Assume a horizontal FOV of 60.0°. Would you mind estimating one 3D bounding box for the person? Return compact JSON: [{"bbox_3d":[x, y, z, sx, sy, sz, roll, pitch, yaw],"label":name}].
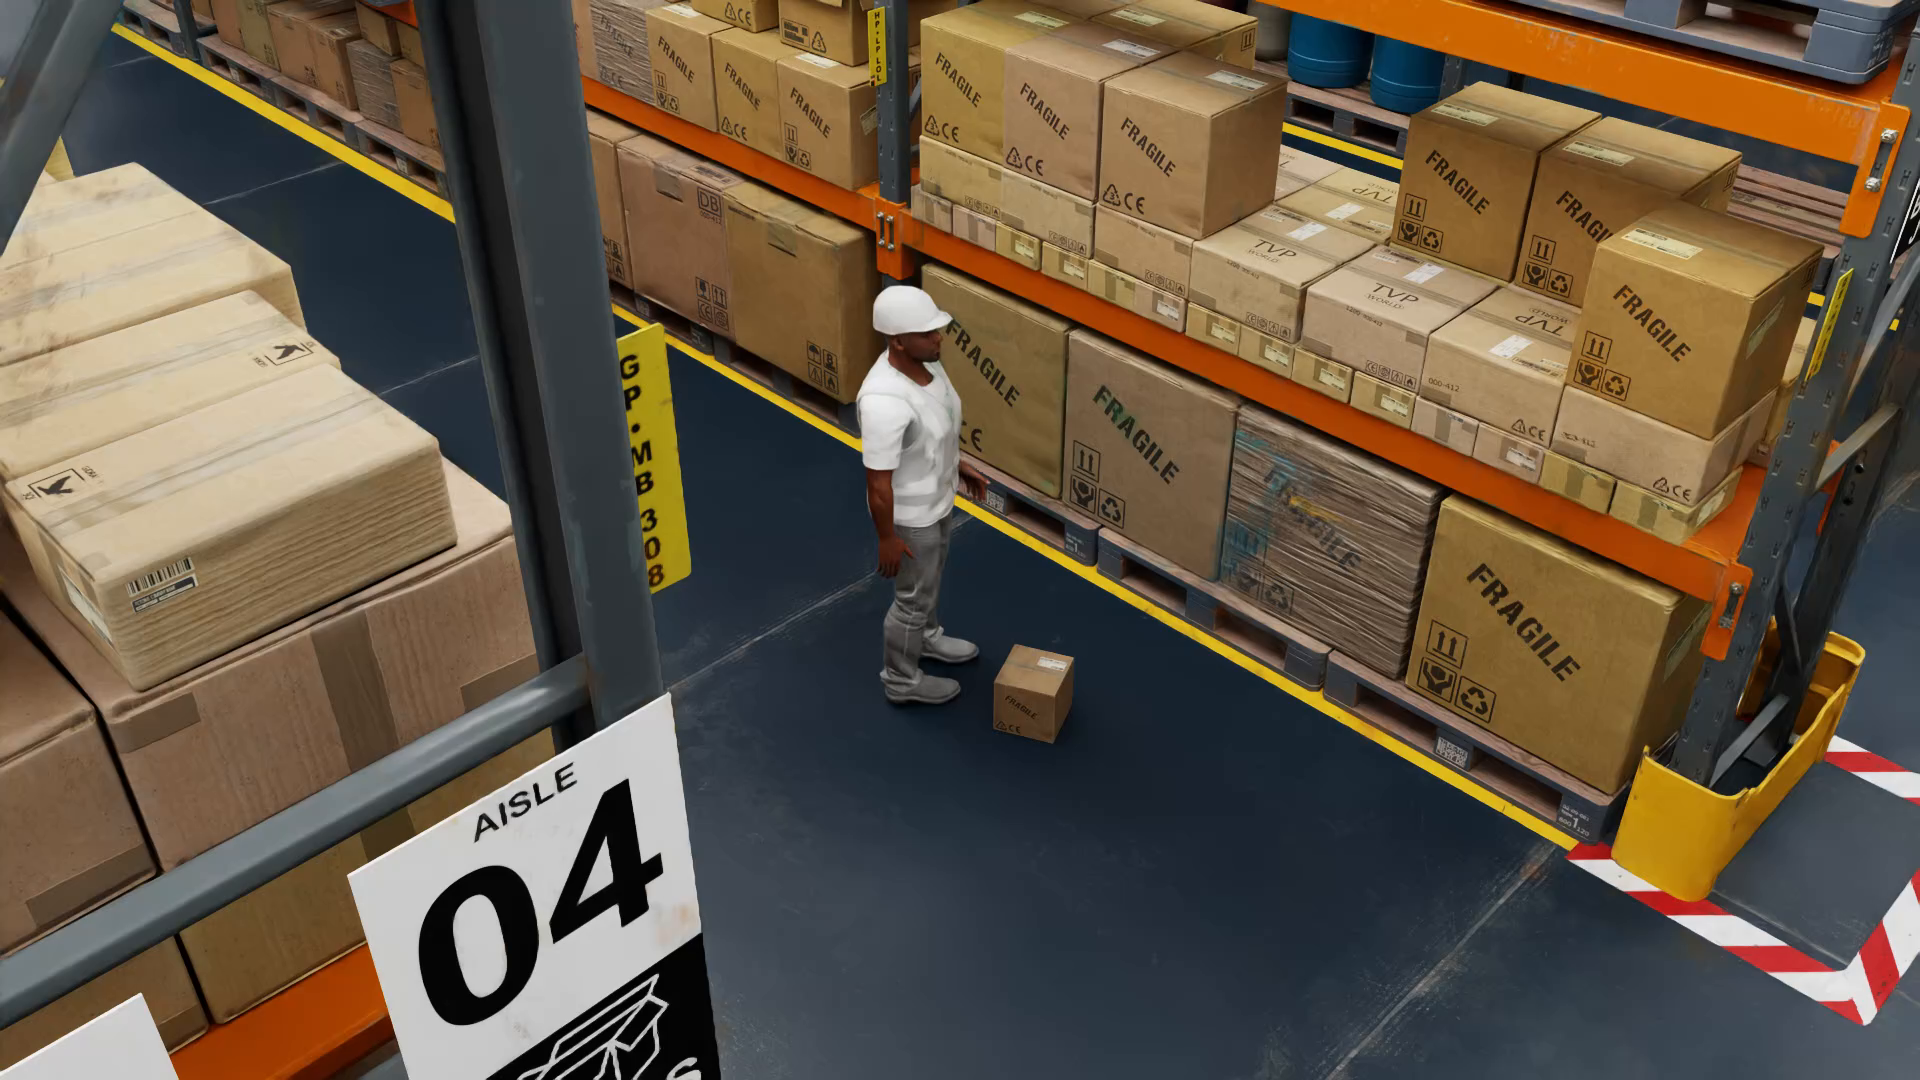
[{"bbox_3d":[-0.137,-0.143,6.293,0.411,1.776,0.618,8,36,11],"label":"person"}]
